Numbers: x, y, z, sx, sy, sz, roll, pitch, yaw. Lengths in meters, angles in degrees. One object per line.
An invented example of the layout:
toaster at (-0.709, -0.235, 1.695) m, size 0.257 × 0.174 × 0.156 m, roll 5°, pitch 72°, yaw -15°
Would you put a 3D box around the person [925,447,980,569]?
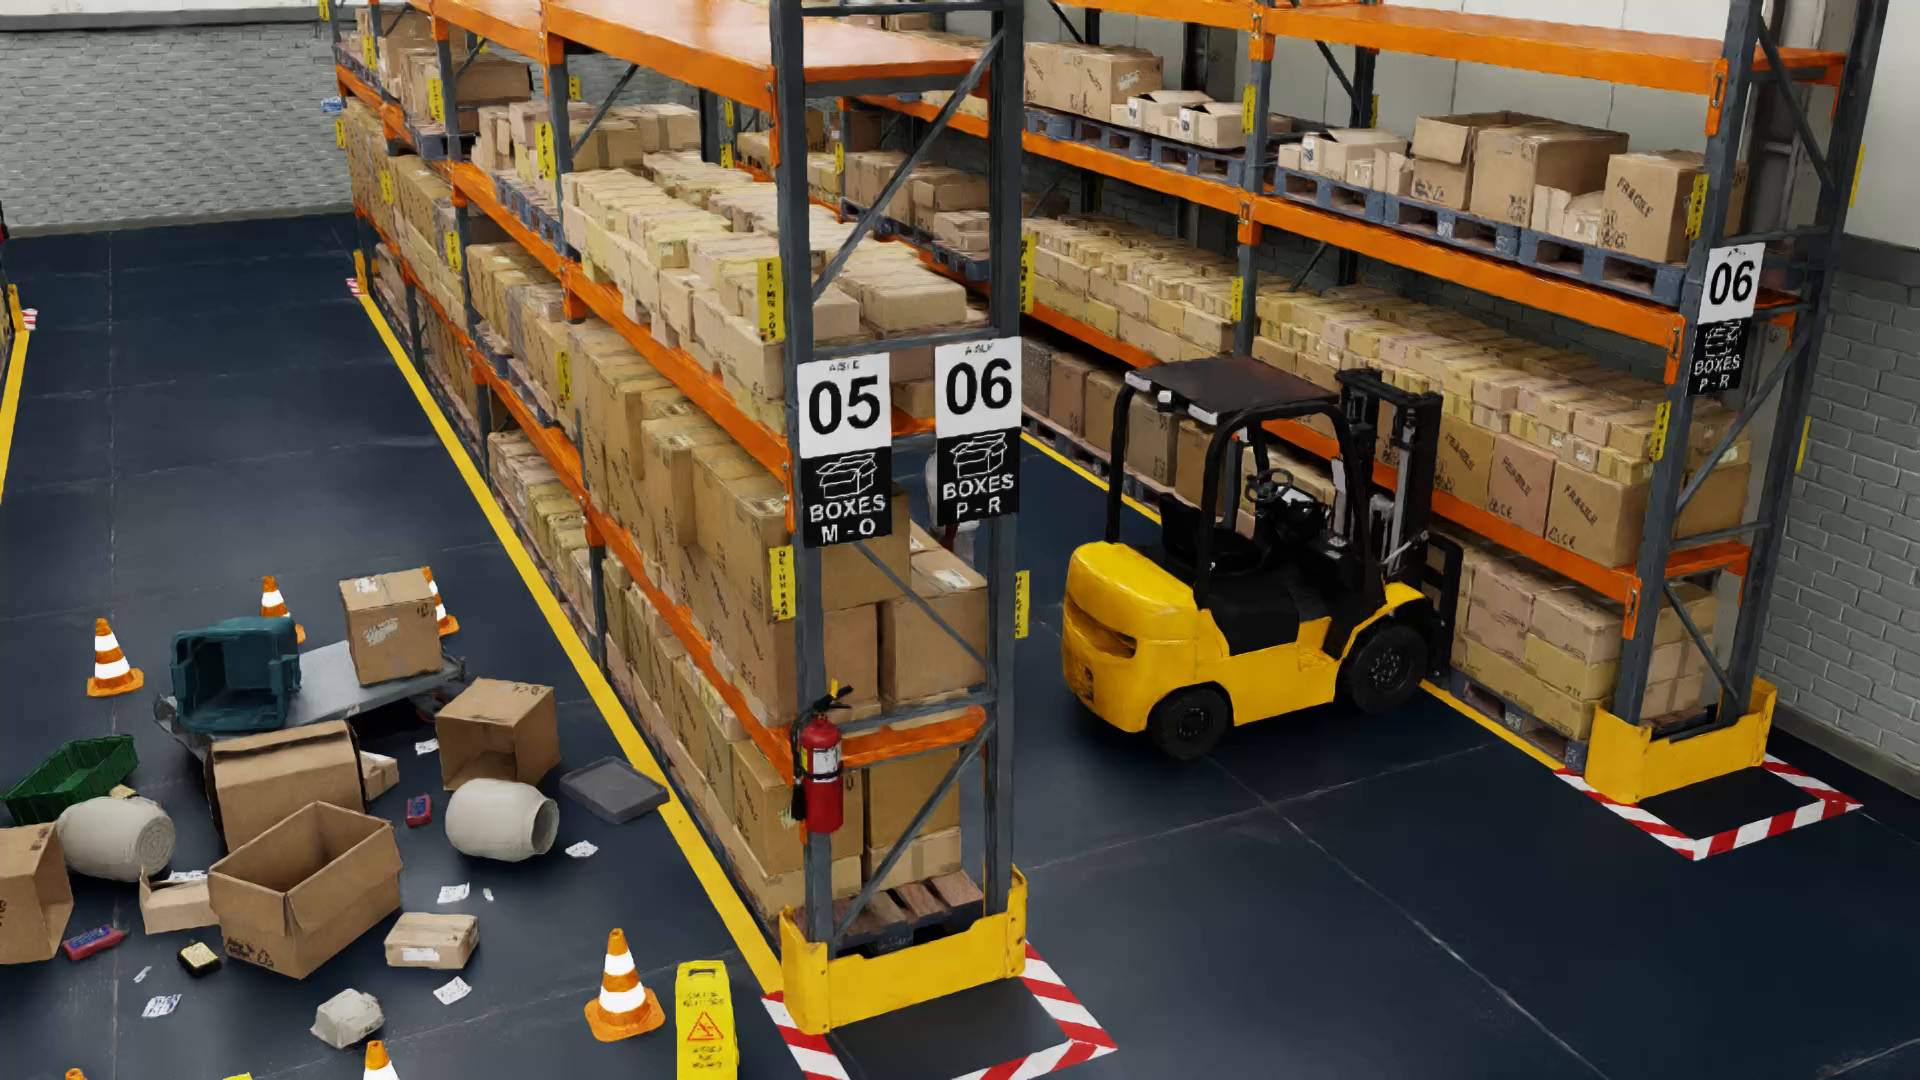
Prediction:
person at (-0.123, -0.115, 11.213) m, size 0.589 × 1.764 × 0.696 m, roll -4°, pitch 22°, yaw -9°
